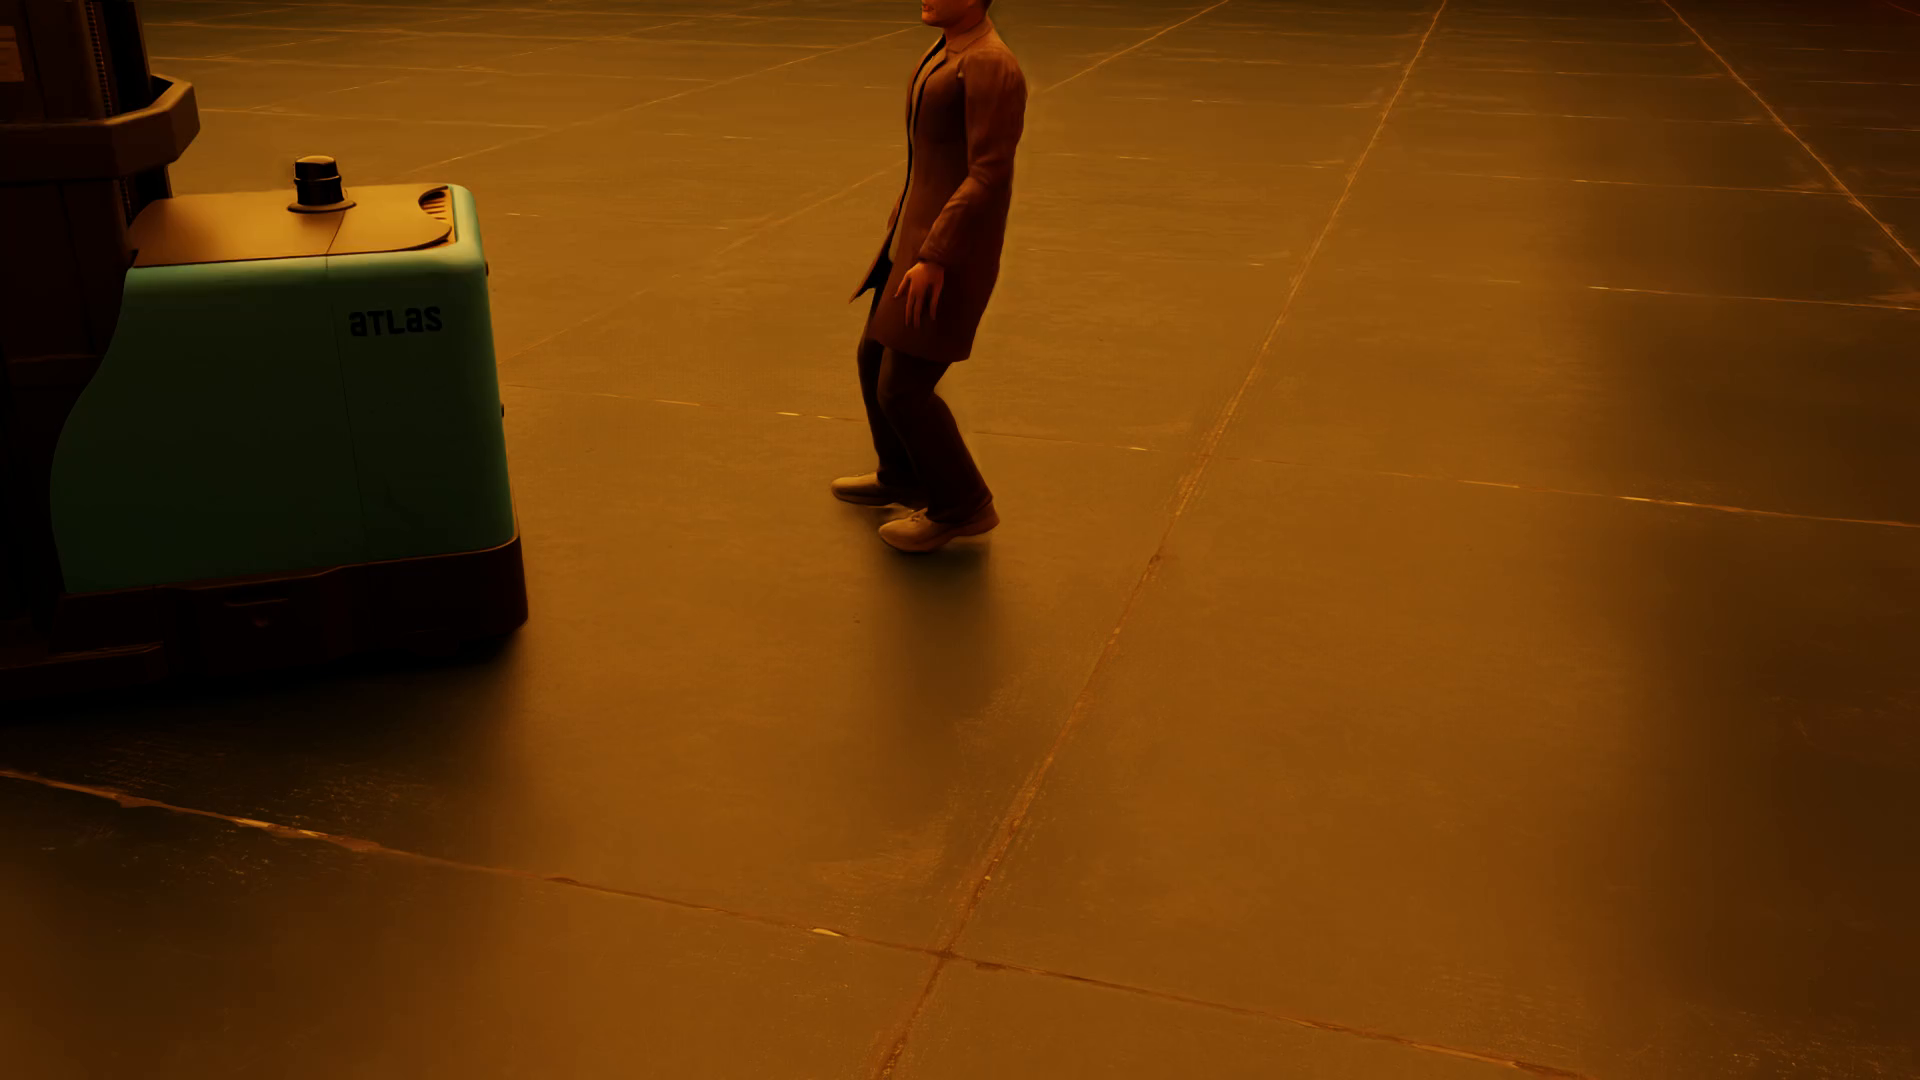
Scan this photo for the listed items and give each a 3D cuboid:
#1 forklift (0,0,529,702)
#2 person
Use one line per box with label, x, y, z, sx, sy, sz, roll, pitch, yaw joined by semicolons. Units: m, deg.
forklift;-2.725;-1.073;3.880;3.031;2.935;1.130;-7;23;-15
person;-0.105;-0.812;4.765;0.487;1.742;0.769;-5;23;-11
